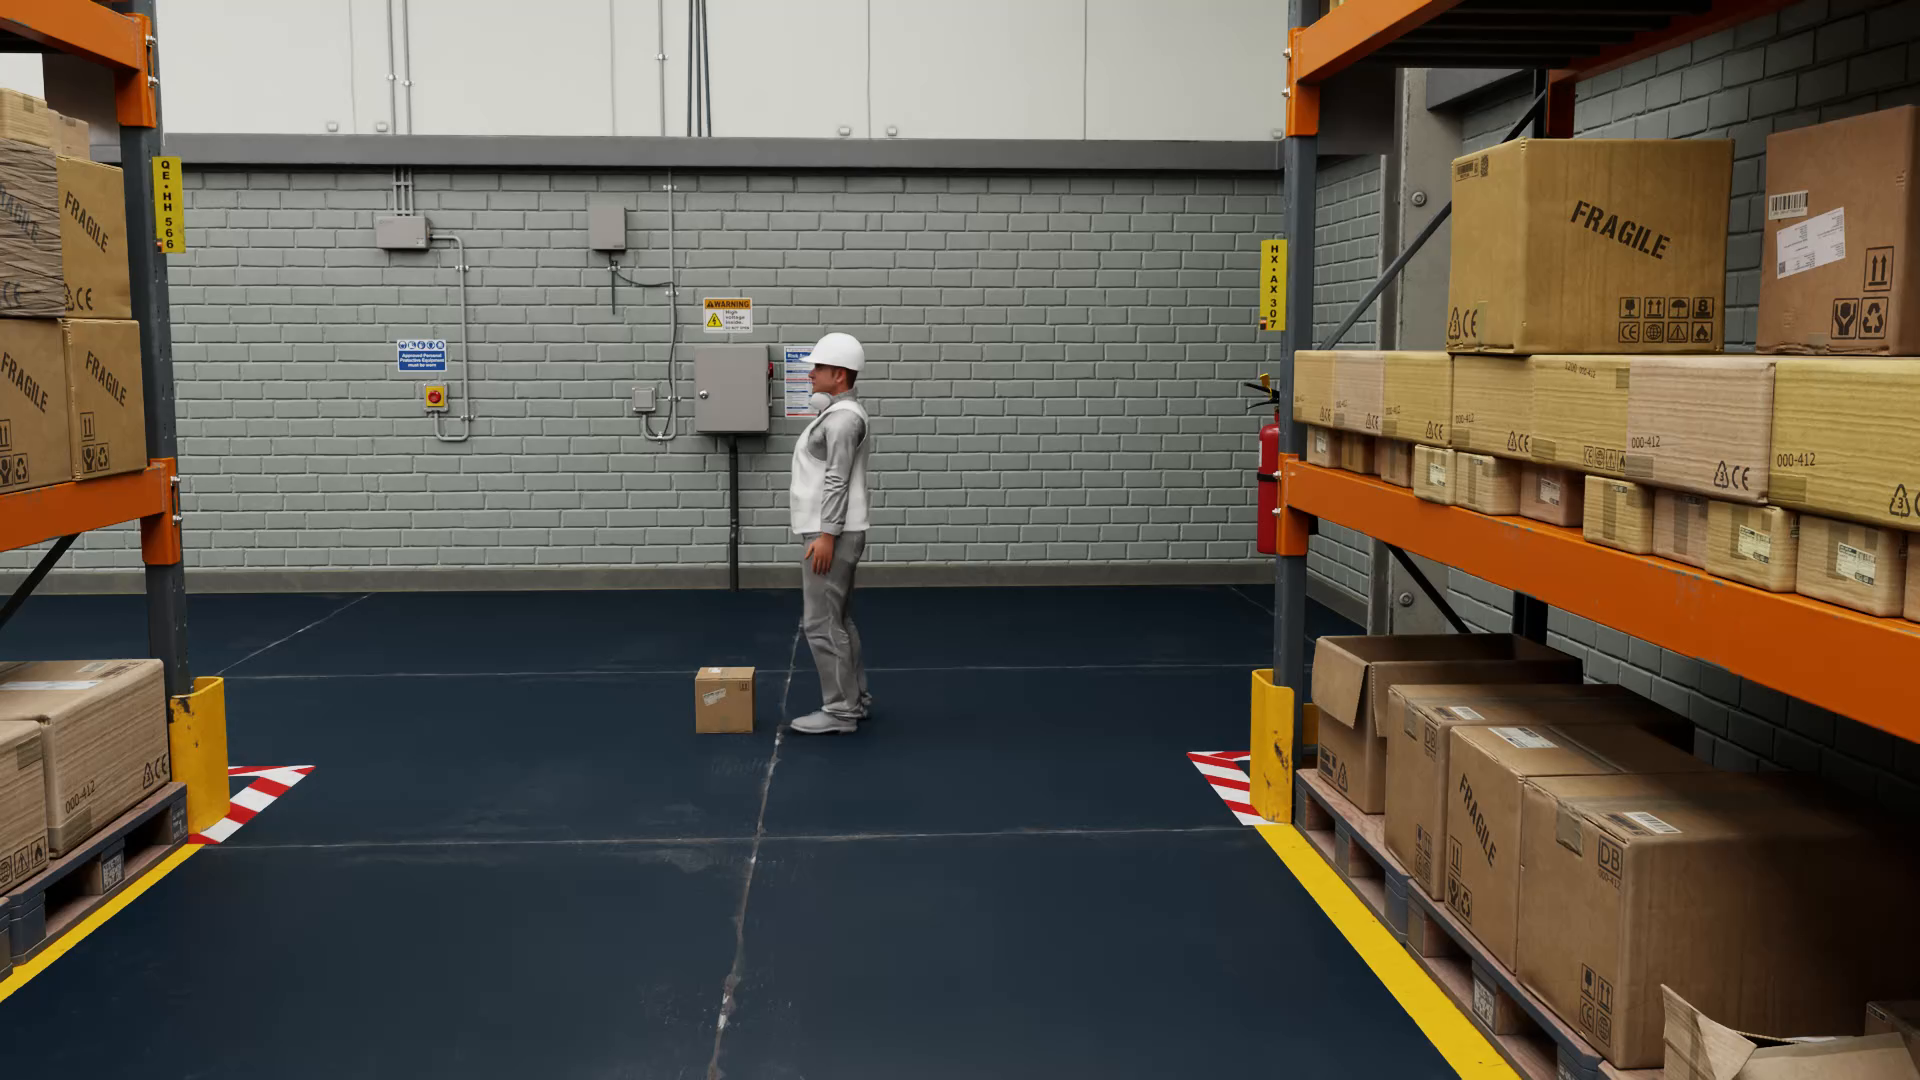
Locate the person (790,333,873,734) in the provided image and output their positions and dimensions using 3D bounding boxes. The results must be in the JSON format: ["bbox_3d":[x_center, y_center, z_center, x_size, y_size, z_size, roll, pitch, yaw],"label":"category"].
[{"bbox_3d":[-0.578,-0.022,7.421,0.366,1.789,0.532,0,7,-2],"label":"person"}]
